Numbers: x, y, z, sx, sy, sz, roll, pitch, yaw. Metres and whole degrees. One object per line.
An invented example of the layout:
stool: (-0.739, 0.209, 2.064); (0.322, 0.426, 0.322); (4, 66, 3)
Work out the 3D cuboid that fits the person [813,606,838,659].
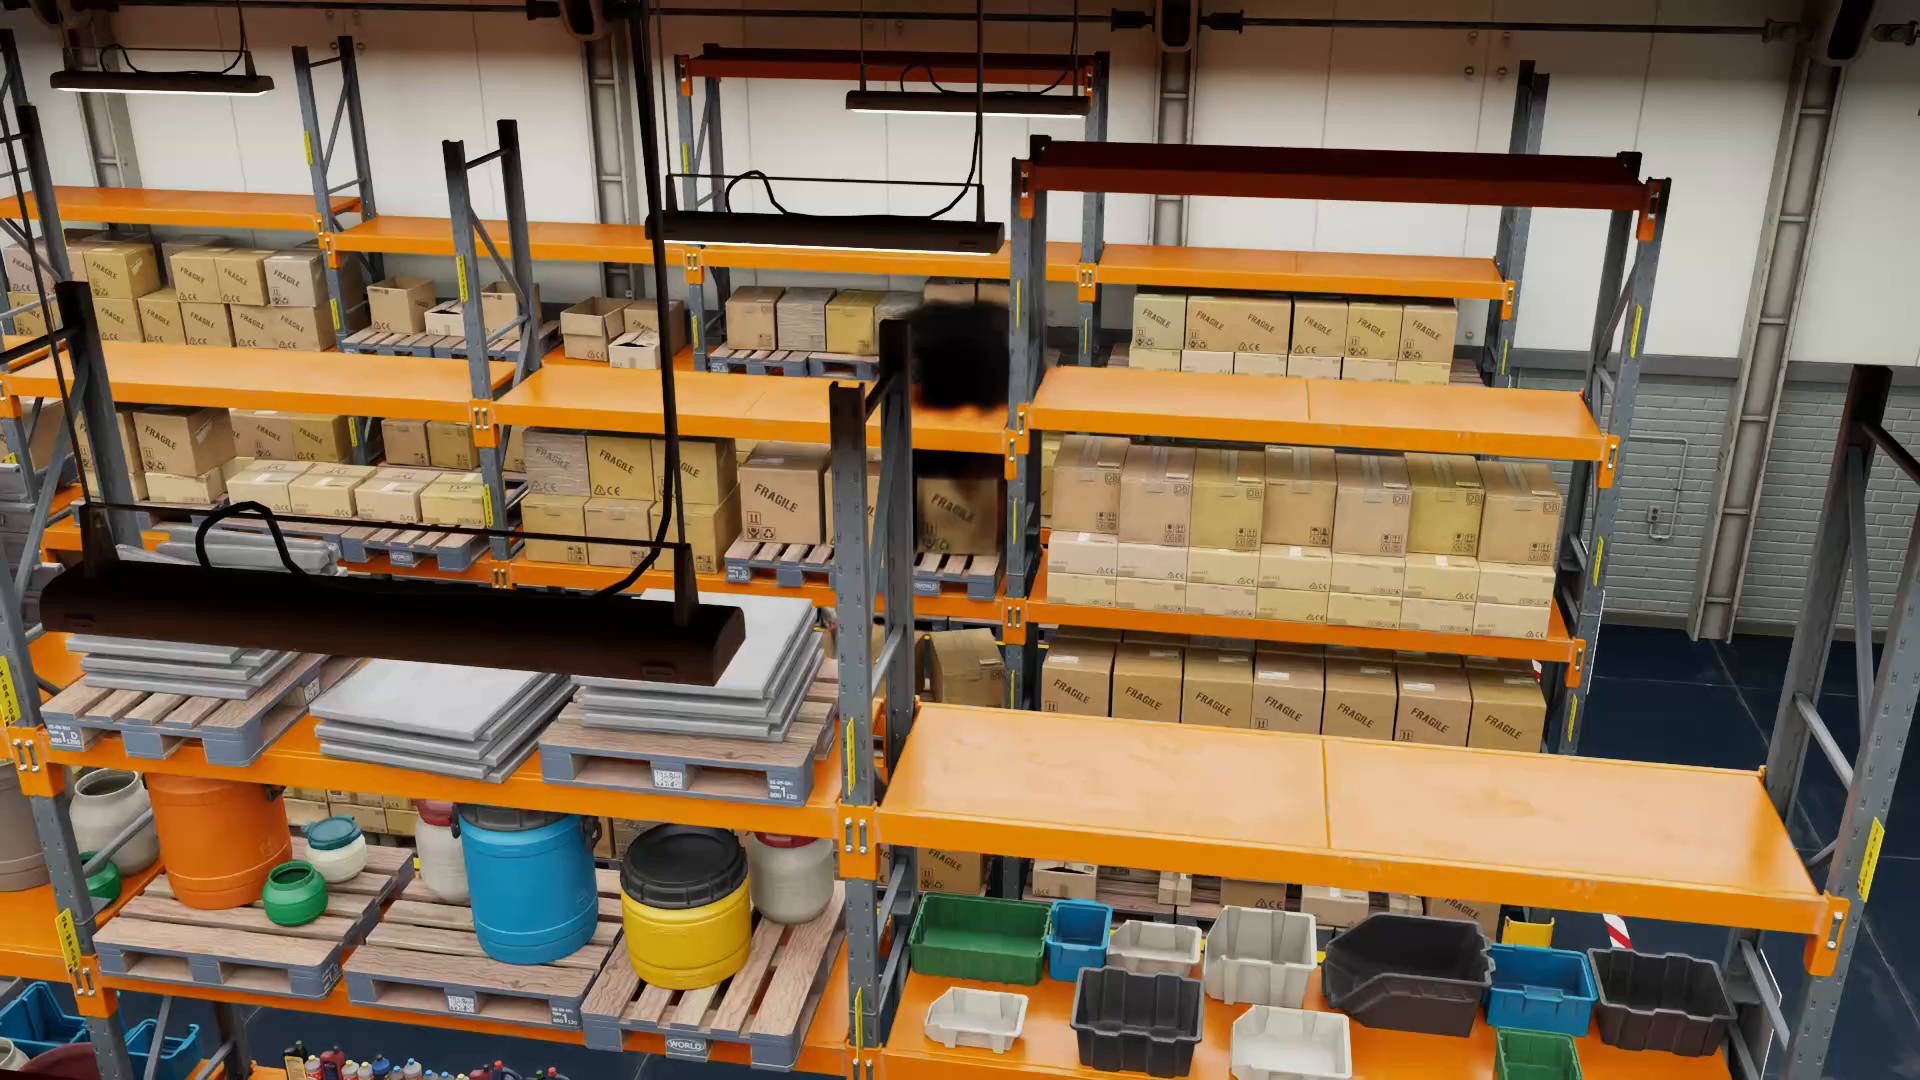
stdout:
person: (-1.157, 0.926, 16.215); (0.864, 1.570, 0.688); (-5, 24, -11)
